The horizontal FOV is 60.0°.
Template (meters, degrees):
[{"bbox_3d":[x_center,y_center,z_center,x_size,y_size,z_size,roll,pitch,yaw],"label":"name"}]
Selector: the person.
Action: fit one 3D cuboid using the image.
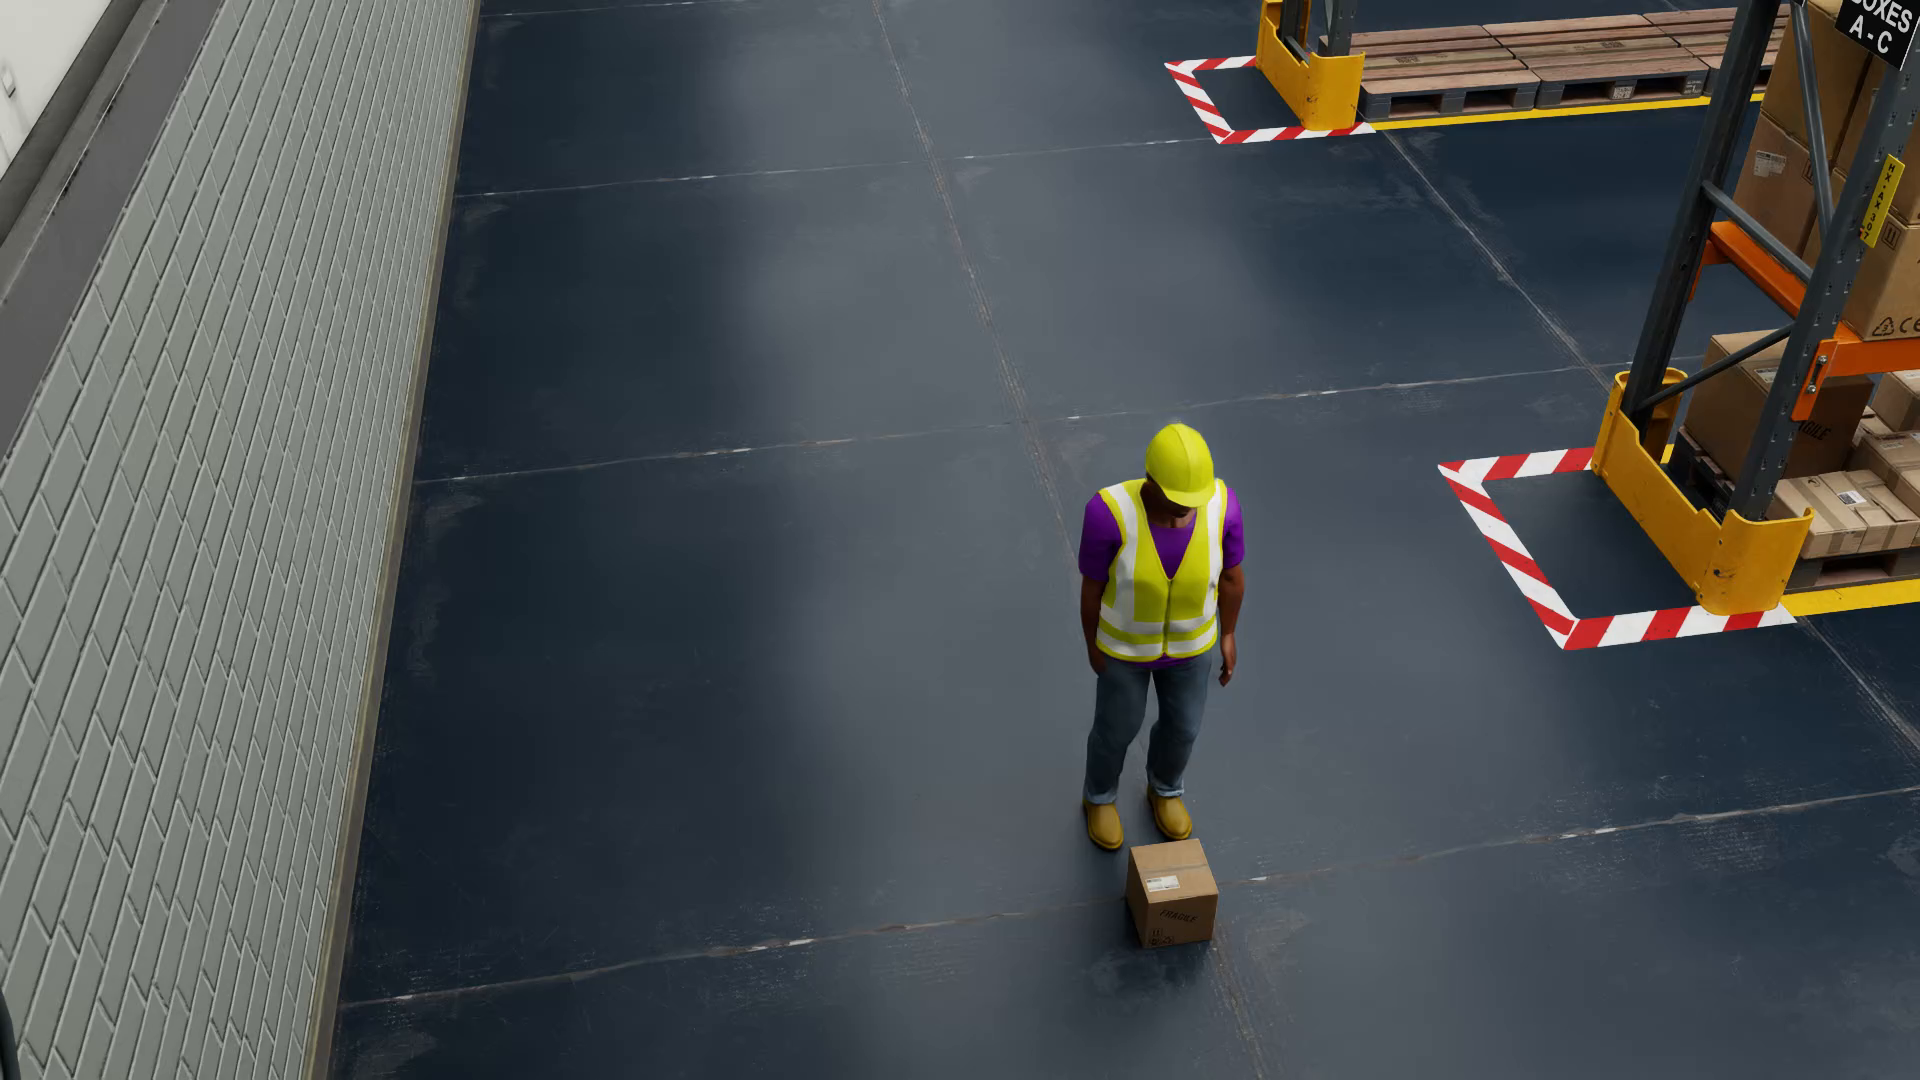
[{"bbox_3d":[0.682,0.337,5.715,0.568,1.760,0.368,-6,39,-7],"label":"person"}]
